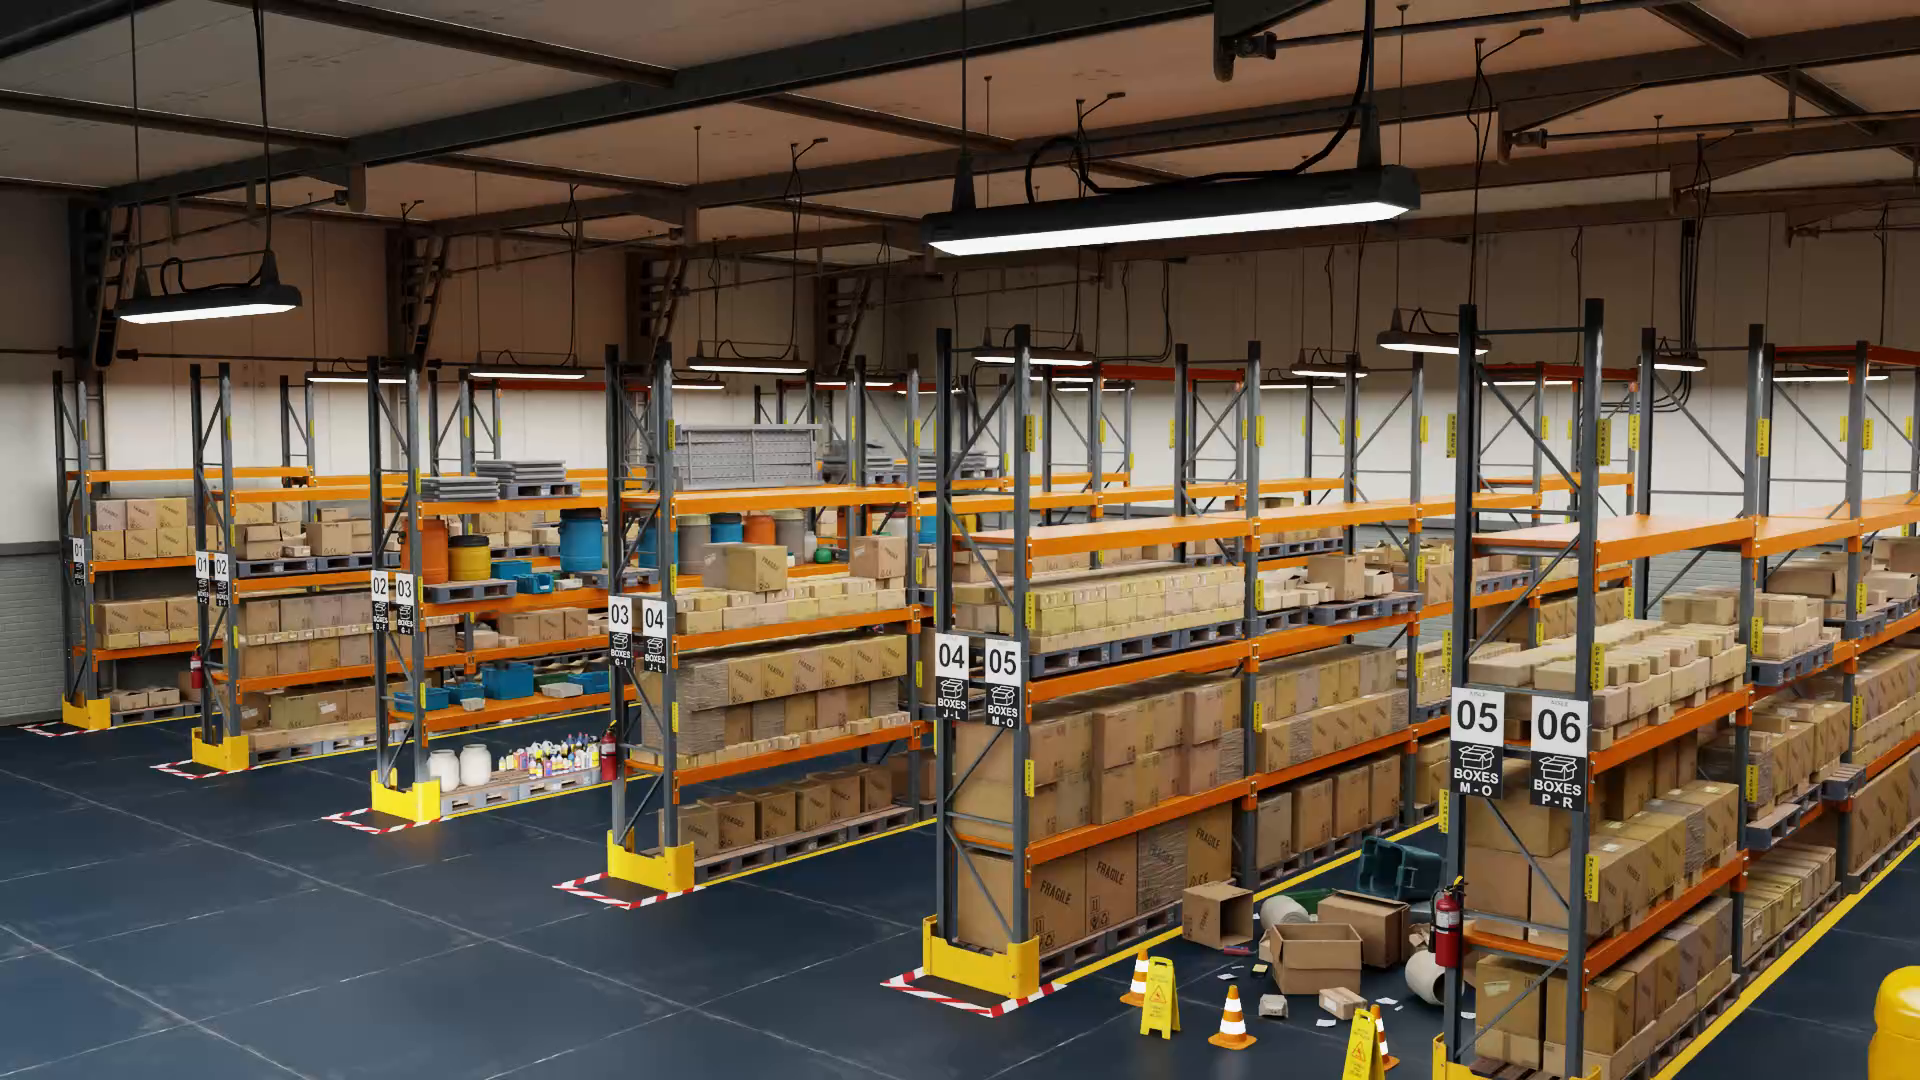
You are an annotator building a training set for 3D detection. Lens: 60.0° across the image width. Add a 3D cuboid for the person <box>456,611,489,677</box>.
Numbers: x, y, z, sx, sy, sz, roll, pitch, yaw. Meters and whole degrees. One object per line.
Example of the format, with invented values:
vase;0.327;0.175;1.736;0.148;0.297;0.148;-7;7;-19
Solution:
person;-8.987;2.111;30.622;0.651;1.675;0.586;2;5;28
